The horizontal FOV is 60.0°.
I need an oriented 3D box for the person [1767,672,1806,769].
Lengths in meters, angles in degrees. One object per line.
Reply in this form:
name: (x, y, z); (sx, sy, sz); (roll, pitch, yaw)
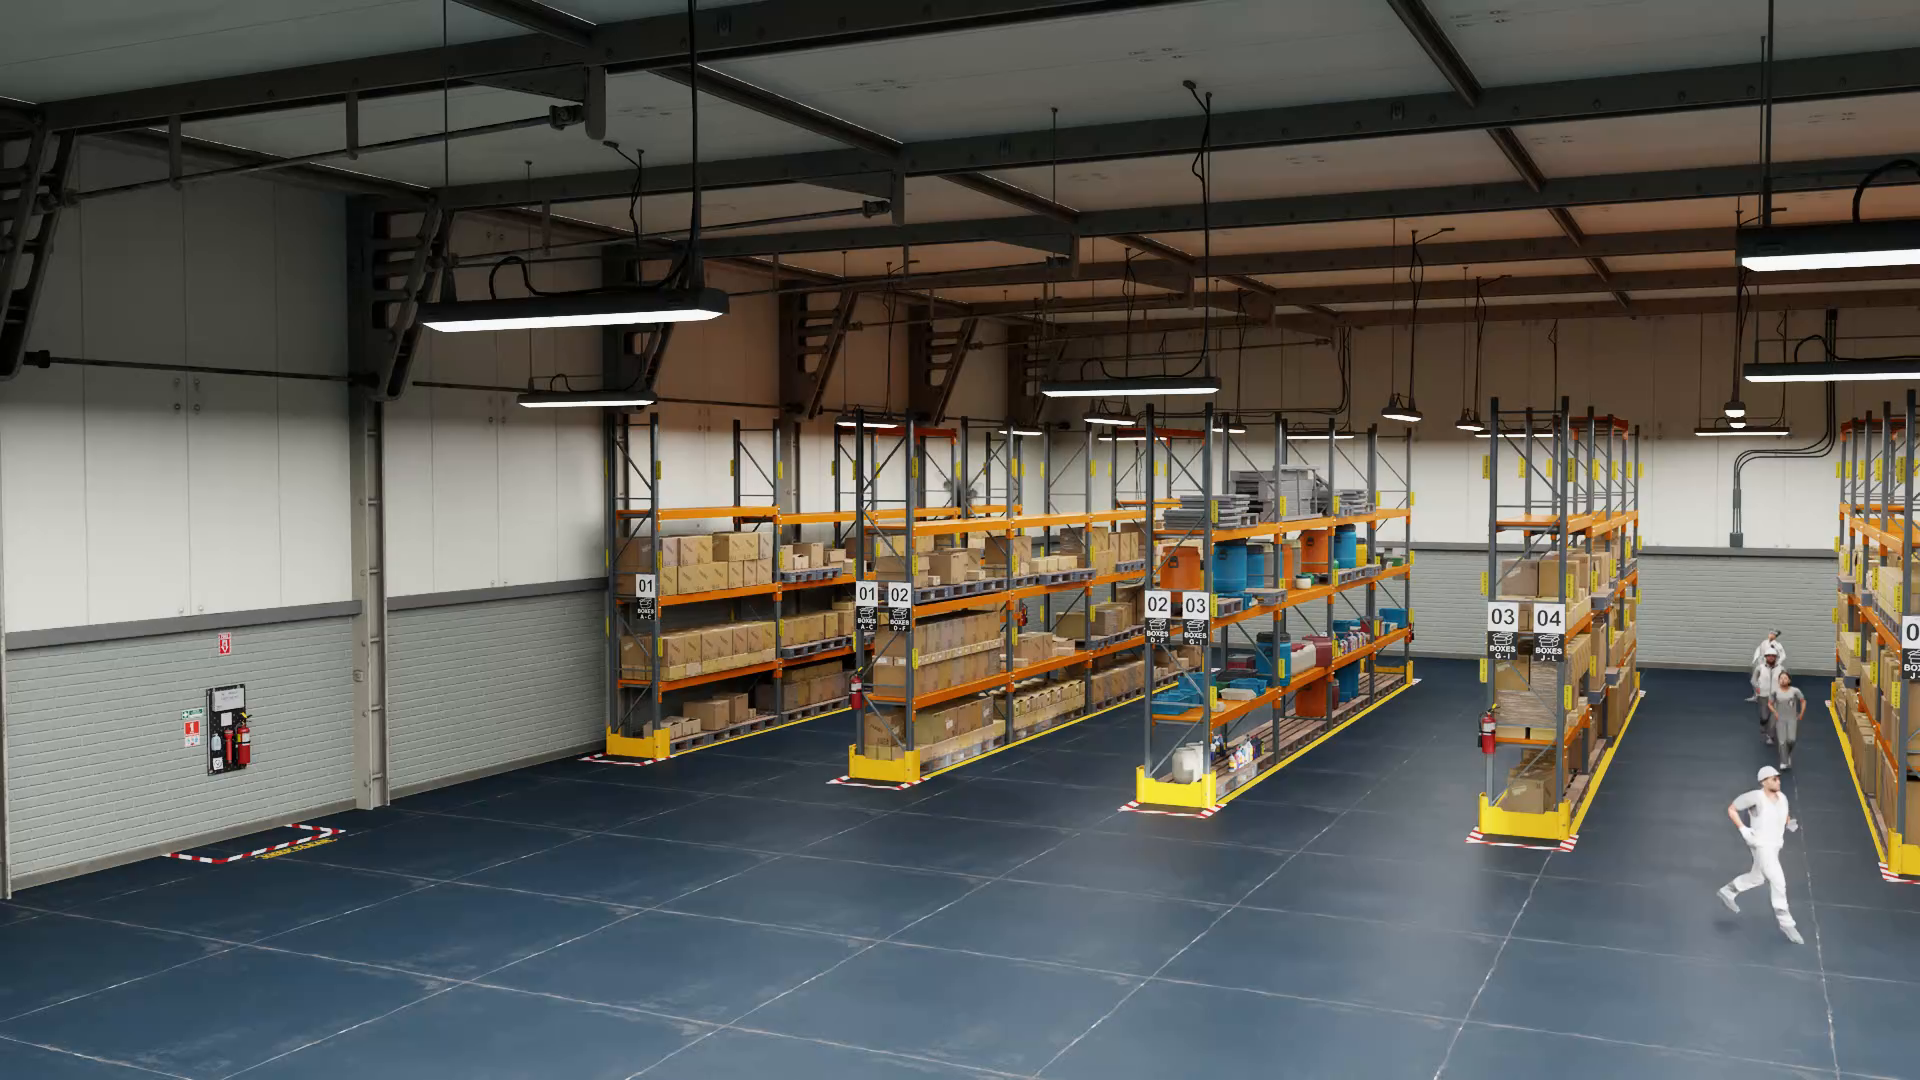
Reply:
person: (13.780, 3.020, 27.741); (0.577, 1.628, 0.528); (1, 3, 28)

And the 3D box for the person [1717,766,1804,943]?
person: (8.745, 3.352, 18.089); (0.621, 1.817, 1.102); (-1, 3, -32)

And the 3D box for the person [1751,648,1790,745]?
person: (14.852, 2.854, 30.467); (0.659, 1.741, 0.765); (1, 3, 22)

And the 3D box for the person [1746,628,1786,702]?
person: (17.321, 2.686, 35.742); (0.579, 1.607, 0.677); (-1, 3, -20)
